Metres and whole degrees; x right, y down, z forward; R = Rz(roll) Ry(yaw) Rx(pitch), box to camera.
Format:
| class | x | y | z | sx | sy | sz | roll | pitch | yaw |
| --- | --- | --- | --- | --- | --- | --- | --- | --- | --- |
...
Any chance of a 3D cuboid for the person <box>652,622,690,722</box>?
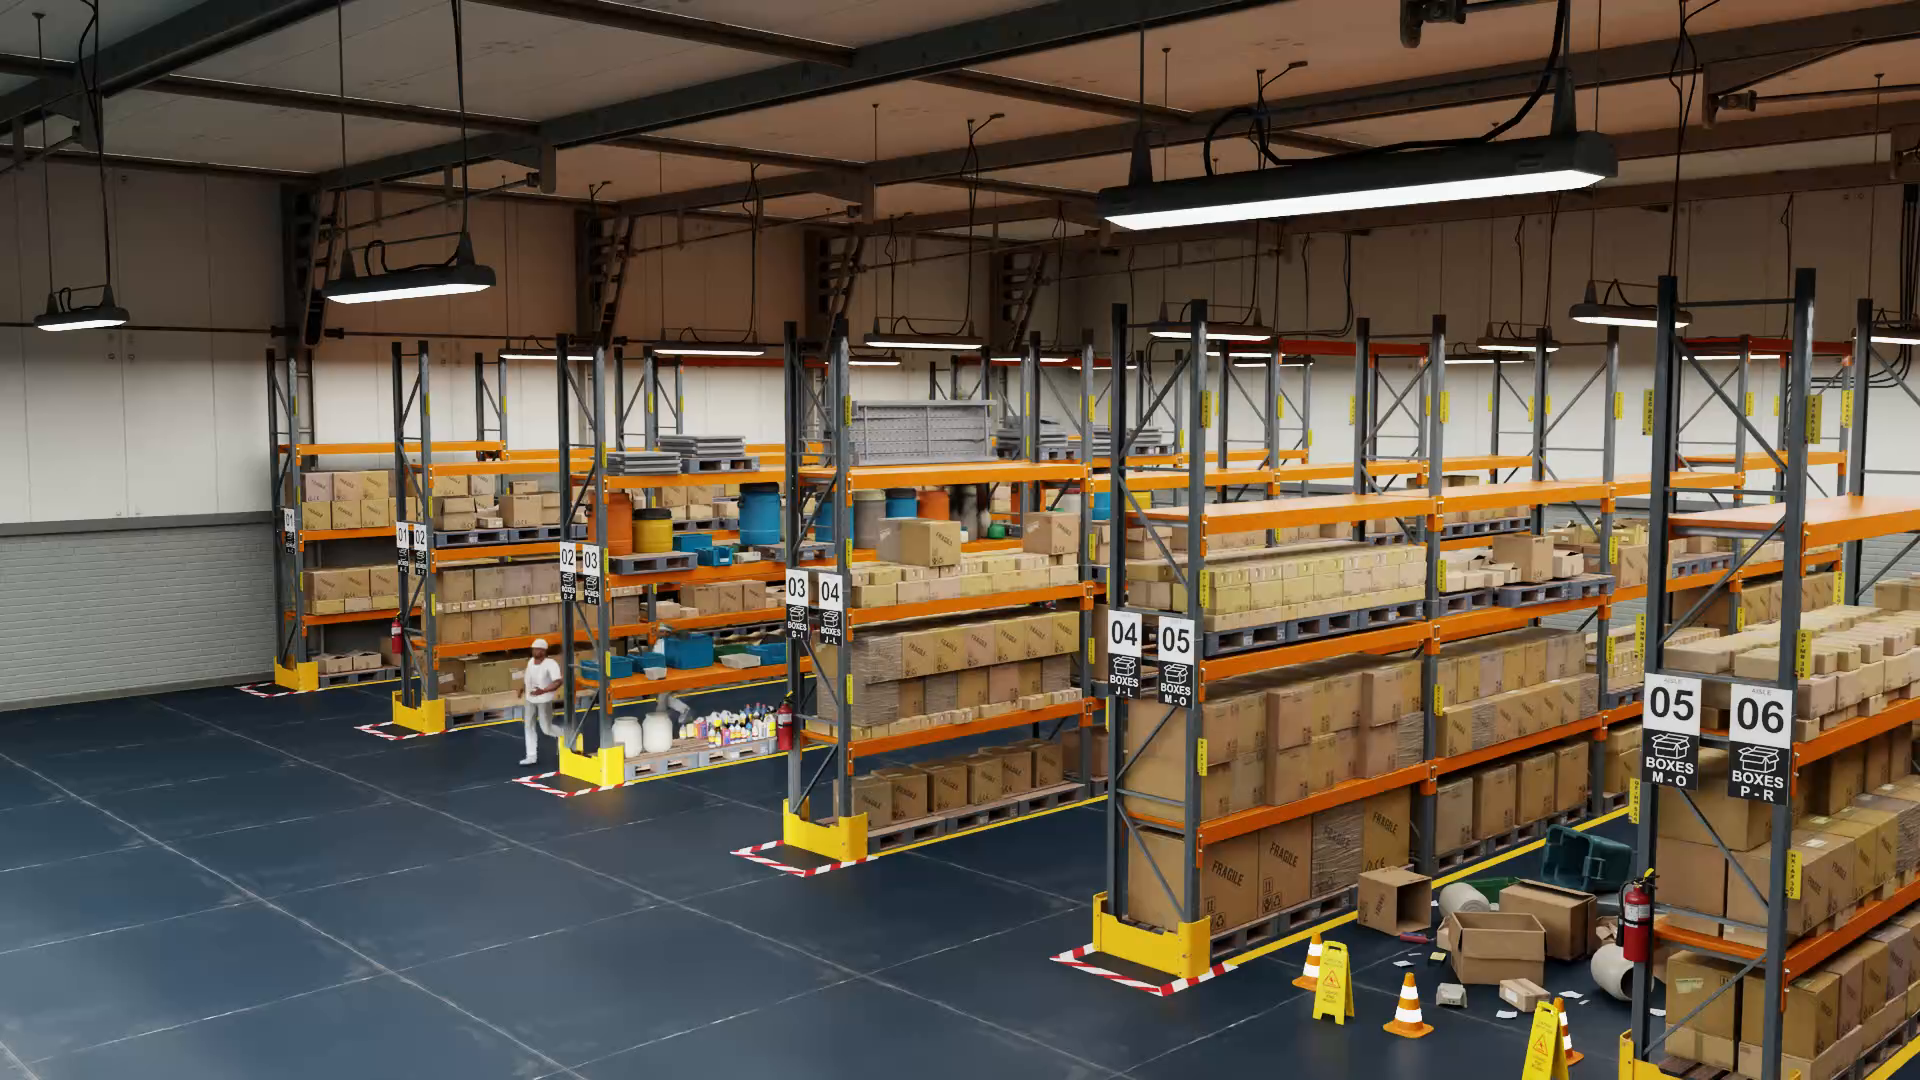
| class | x | y | z | sx | sy | sz | roll | pitch | yaw |
| --- | --- | --- | --- | --- | --- | --- | --- | --- | --- |
| person | -4.511 | 2.099 | 25.616 | 0.587 | 1.701 | 0.930 | 4 | 7 | 41 |

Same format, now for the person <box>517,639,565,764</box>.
| class | x | y | z | sx | sy | sz | roll | pitch | yaw |
| --- | --- | --- | --- | --- | --- | --- | --- | --- | --- |
| person | -5.909 | 2.261 | 23.478 | 0.729 | 1.753 | 0.884 | 3 | 6 | 28 |
